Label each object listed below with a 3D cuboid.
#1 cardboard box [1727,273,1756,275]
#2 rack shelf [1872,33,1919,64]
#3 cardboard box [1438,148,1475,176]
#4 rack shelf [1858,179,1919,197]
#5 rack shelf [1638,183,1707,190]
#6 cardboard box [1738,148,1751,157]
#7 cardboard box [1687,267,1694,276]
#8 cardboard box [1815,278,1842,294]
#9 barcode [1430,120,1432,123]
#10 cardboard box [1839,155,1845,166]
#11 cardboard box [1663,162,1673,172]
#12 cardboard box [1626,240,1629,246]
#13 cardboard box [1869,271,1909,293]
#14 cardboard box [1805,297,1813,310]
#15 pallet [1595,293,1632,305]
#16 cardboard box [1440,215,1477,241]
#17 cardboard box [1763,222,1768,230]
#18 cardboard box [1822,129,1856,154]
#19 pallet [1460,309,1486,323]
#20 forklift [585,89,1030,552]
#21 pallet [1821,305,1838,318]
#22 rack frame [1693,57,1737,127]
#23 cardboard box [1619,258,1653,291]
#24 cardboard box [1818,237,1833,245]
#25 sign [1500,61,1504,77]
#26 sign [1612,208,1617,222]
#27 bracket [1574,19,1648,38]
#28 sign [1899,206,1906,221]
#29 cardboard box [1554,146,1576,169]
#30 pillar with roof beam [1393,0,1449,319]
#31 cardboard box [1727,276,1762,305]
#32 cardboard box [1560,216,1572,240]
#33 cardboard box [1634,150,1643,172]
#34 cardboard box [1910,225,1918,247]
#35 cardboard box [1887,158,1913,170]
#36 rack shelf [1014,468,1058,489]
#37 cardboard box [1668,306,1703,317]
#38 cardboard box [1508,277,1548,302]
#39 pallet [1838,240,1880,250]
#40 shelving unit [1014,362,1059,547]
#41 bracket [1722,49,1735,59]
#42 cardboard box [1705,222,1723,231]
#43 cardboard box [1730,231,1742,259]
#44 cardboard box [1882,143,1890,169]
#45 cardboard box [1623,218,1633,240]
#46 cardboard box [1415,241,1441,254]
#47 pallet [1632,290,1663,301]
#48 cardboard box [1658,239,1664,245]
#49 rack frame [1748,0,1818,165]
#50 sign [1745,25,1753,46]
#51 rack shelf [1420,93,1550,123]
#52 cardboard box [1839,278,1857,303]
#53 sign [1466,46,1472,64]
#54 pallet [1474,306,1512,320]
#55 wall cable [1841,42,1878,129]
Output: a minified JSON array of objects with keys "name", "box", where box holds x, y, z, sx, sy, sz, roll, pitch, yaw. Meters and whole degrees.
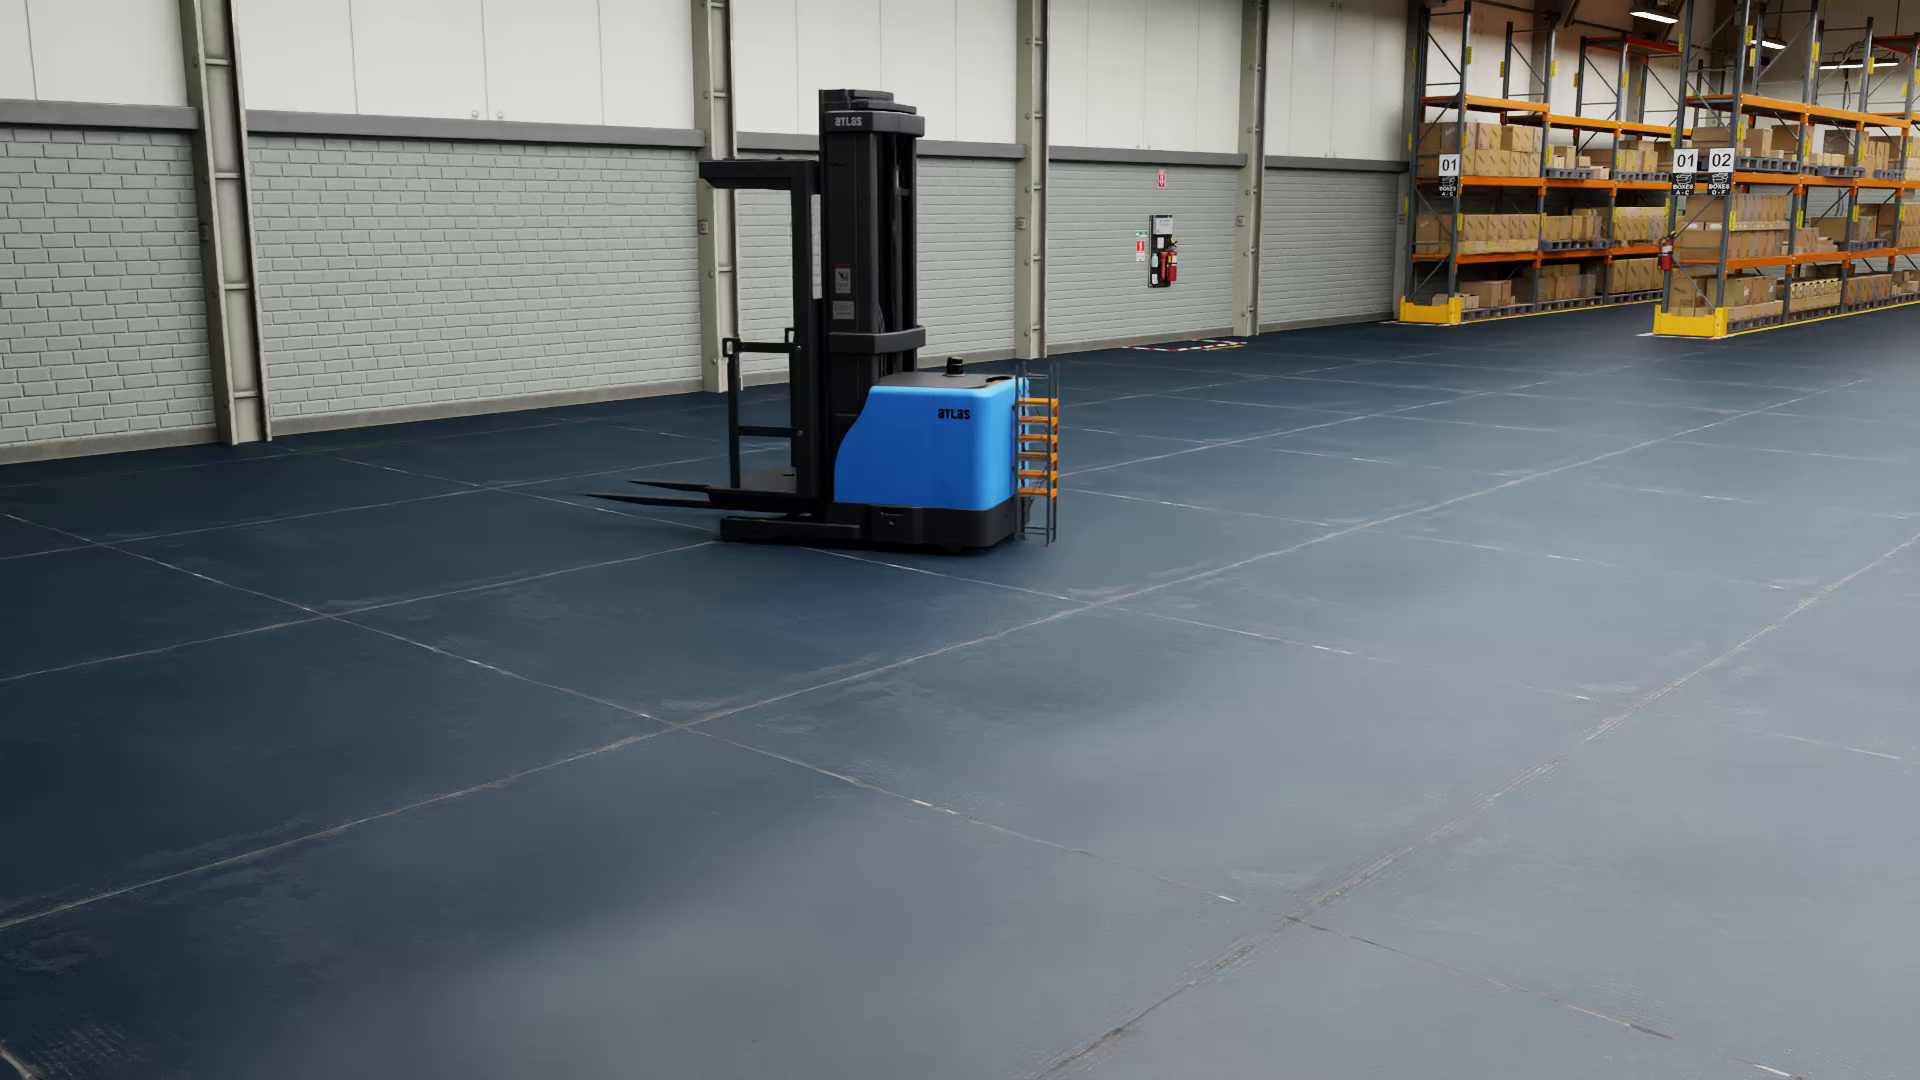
[{"name":"cardboard box","box":[14.983,-4.885,32.043,0.500,0.500,0.500,10,15,40]},{"name":"rack shelf","box":[22.126,-11.377,38.551,1.077,0.370,4.000,10,15,40]},{"name":"cardboard box","box":[9.569,-7.285,32.064,0.500,0.500,0.500,10,15,42]},{"name":"rack shelf","box":[22.126,-8.277,39.170,1.077,0.370,4.000,10,15,40]},{"name":"rack shelf","box":[18.402,-8.917,42.374,1.077,0.370,4.000,10,15,40]},{"name":"cardboard box","box":[13.793,-6.871,29.510,0.380,0.149,0.250,10,15,40]},{"name":"cardboard box","box":[18.327,-6.730,42.557,0.700,0.500,0.500,10,15,42]},{"name":"cardboard box","box":[18.004,-5.299,34.602,0.500,0.311,0.500,10,15,42]},{"name":"barcode","box":[9.254,-8.212,32.671,0.001,0.075,0.075,10,15,40]},{"name":"cardboard box","box":[17.908,-7.805,34.283,0.500,0.250,0.500,8,14,36]},{"name":"cardboard box","box":[17.736,-9.224,41.133,0.500,0.250,0.500,10,15,40]},{"name":"cardboard box","box":[15.483,-6.977,39.076,0.380,0.149,0.250,10,15,42]},{"name":"cardboard box","box":[22.042,-6.133,39.509,0.797,0.503,0.637,10,15,40]},{"name":"cardboard box","box":[16.655,-4.724,33.151,0.500,0.250,0.500,9,15,39]},{"name":"pallet","box":[15.019,-5.655,38.983,1.003,0.211,1.213,10,15,40]},{"name":"cardboard box","box":[9.702,-6.074,32.381,0.500,0.500,0.500,10,15,40]},{"name":"cardboard box","box":[14.667,-5.800,30.681,0.380,0.149,0.250,10,15,42]},{"name":"cardboard box","box":[18.458,-8.349,34.890,0.500,0.500,0.500,10,15,40]},{"name":"pallet","box":[9.774,-4.497,33.190,1.003,0.211,1.213,10,15,40]},{"name":"forklift","box":[-1.092,-1.506,11.269,3.031,2.935,1.130,4,12,18]},{"name":"pallet","box":[17.592,-4.792,34.666,1.003,0.211,1.213,10,15,40]},{"name":"rack frame","box":[19.722,-11.035,43.483,1.000,3.000,0.127,10,15,40]},{"name":"cardboard box","box":[16.166,-6.412,40.074,0.750,0.750,0.750,10,15,42]},{"name":"cardboard box","box":[17.892,-6.184,34.743,0.500,0.311,0.500,11,16,44]},{"name":"sign","box":[11.380,-9.876,34.892,0.100,0.325,0.005,10,15,40]},{"name":"sign","box":[14.855,-7.376,37.728,0.100,0.325,0.005,10,15,40]},{"name":"bracket","box":[15.175,-11.938,38.814,0.076,0.066,4.783,10,15,40]},{"name":"sign","box":[21.225,-7.361,37.450,0.100,0.325,0.005,10,15,40]},{"name":"cardboard box","box":[13.036,-8.305,36.146,0.500,0.500,0.500,9,14,38]},{"name":"pillar with roof beam","box":[12.207,-8.339,29.986,9.100,9.000,0.548,10,15,40]},{"name":"cardboard box","box":[14.397,-4.595,30.590,0.500,0.500,0.500,10,15,40]},{"name":"cardboard box","box":[12.948,-6.845,36.444,0.500,0.500,0.700,-10,15,-40]},{"name":"cardboard box","box":[15.721,-8.969,39.421,0.700,0.500,0.500,10,15,40]},{"name":"cardboard box","box":[22.014,-7.102,38.856,0.500,0.500,0.500,10,15,40]},{"name":"cardboard box","box":[21.313,-8.546,37.790,0.500,0.250,0.500,10,15,40]},{"name":"rack shelf","box":[0.503,-0.406,11.018,0.258,0.103,0.180,3,12,16]},{"name":"cardboard box","box":[13.016,-4.073,29.895,0.500,0.250,0.500,10,15,40]},{"name":"cardboard box","box":[12.274,-5.428,35.986,0.700,0.500,0.500,10,15,42]},{"name":"pallet","box":[19.445,-6.468,36.428,1.003,0.211,1.213,10,15,40]},{"name":"shelving unit","box":[0.503,-0.567,10.986,0.258,1.200,0.189,3,12,16]},{"name":"bracket","box":[20.848,-13.202,45.144,0.235,0.232,0.430,10,15,40]},{"name":"cardboard box","box":[13.305,-5.496,29.157,0.380,0.149,0.250,10,15,40]},{"name":"cardboard box","box":[13.545,-5.293,29.797,0.700,0.500,0.500,10,15,42]},{"name":"cardboard box","box":[20.418,-8.575,37.243,0.600,0.600,0.600,8,14,35]},{"name":"cardboard box","box":[15.307,-7.235,38.709,0.500,0.500,0.500,10,15,42]},{"name":"cardboard box","box":[9.324,-5.769,32.767,0.500,0.250,0.500,10,15,41]},{"name":"pallet","box":[16.629,-6.014,40.780,1.003,0.211,1.213,10,15,40]},{"name":"cardboard box","box":[16.923,-7.264,40.514,0.380,0.149,0.250,10,15,41]},{"name":"rack frame","box":[15.525,-8.629,31.440,1.000,3.000,0.127,10,15,40]},{"name":"sign","box":[13.297,-8.504,28.023,0.100,0.325,0.005,10,15,40]},{"name":"rack shelf","box":[10.481,-8.620,33.241,1.077,0.370,4.000,10,15,40]},{"name":"cardboard box","box":[18.680,-5.296,35.326,0.500,0.500,0.500,11,15,43]},{"name":"sign","box":[9.568,-9.107,31.247,0.100,0.325,0.005,10,15,40]},{"name":"pallet","box":[10.579,-4.676,34.084,1.003,0.211,1.213,10,15,40]},{"name":"wall cable","box":[25.757,-12.425,45.476,3.097,2.526,0.112,10,15,40]}]
